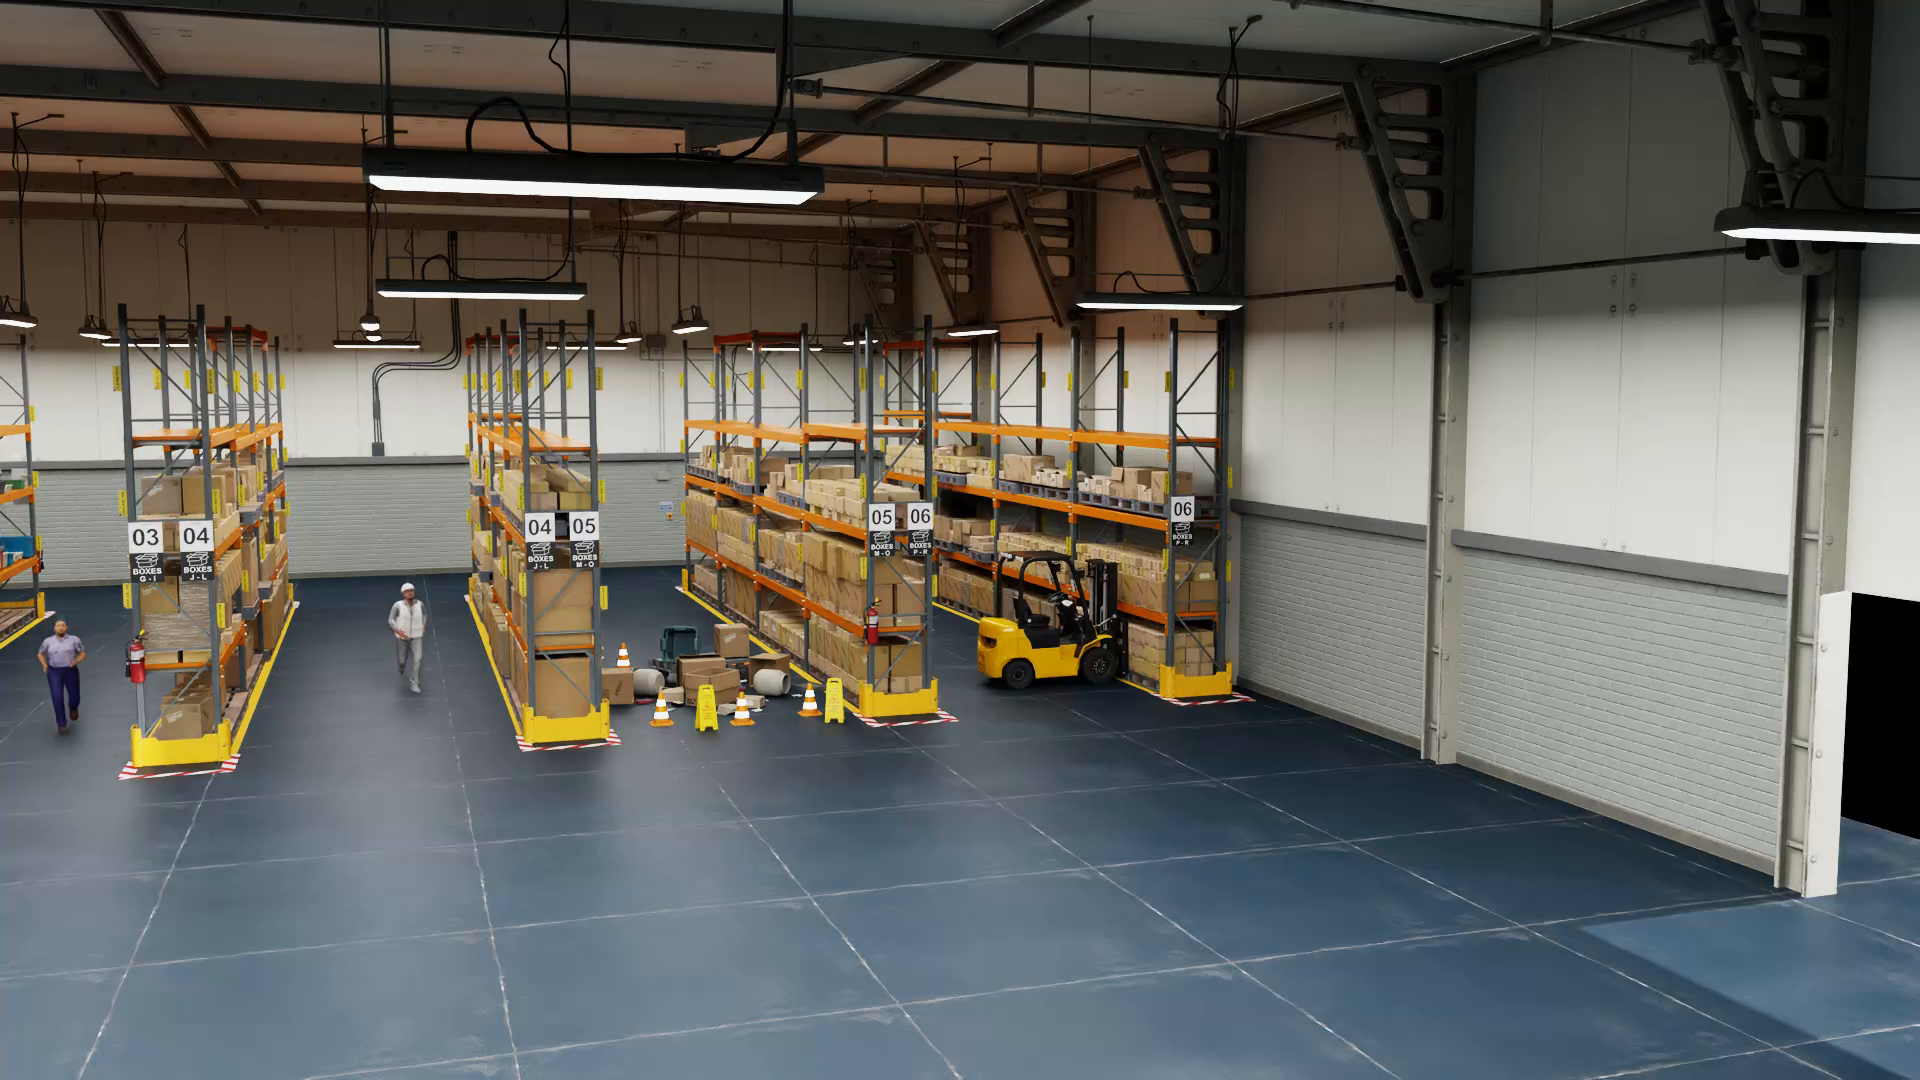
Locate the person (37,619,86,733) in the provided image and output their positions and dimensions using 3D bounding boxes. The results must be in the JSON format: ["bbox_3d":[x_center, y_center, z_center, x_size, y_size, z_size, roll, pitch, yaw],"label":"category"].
[{"bbox_3d":[-12.931,1.935,23.958,0.615,1.602,0.727,-3,6,-28],"label":"person"}]

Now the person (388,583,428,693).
[{"bbox_3d":[-9.015,1.582,27.205,0.643,1.758,1.000,-3,6,-25],"label":"person"}]
